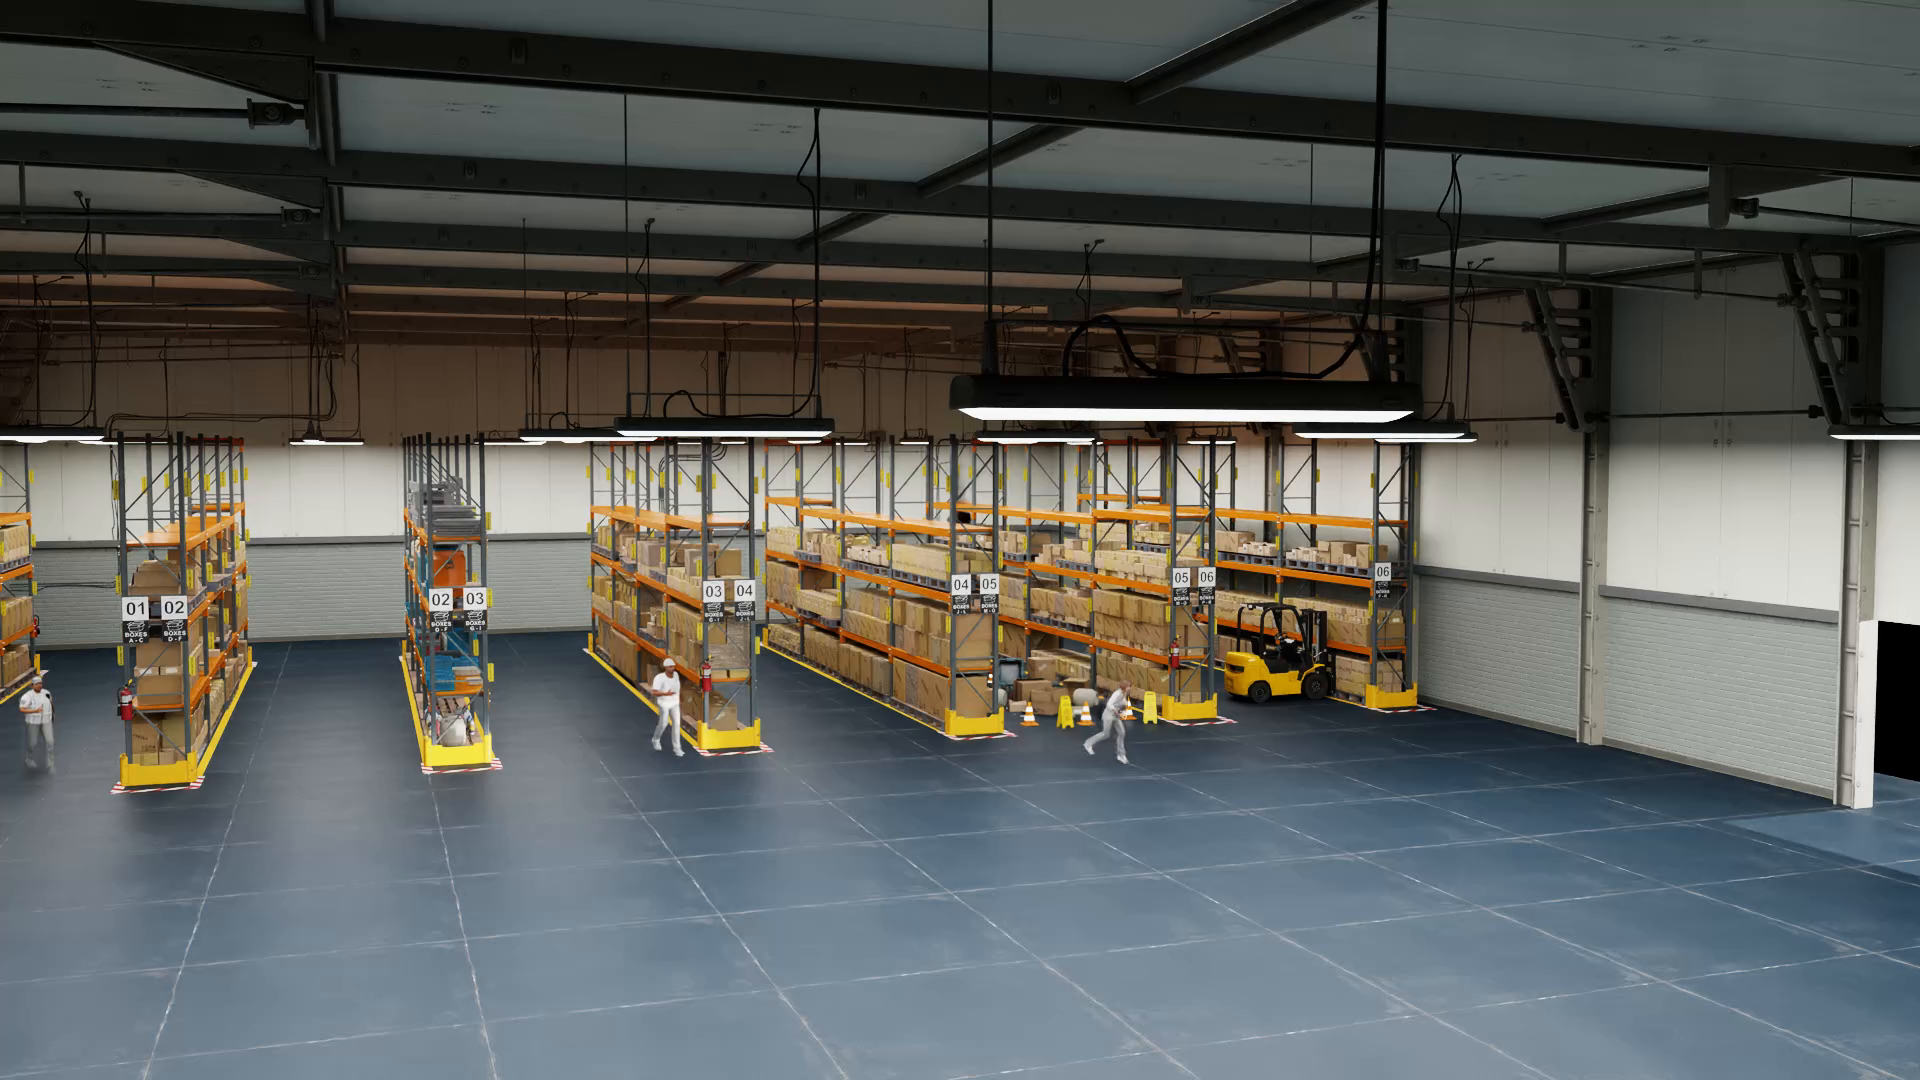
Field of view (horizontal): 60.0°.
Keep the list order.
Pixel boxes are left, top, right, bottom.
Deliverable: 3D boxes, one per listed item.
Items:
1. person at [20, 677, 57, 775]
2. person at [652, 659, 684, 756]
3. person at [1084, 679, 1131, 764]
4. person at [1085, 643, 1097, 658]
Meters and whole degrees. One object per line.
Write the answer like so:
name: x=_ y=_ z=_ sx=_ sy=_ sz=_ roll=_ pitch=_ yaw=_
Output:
person: x=-16.252 y=3.258 z=29.303 sx=0.594 sy=1.697 sz=0.862 roll=-3 pitch=4 yaw=-44
person: x=-5.469 y=3.101 z=31.099 sx=0.711 sy=1.789 sz=0.860 roll=-3 pitch=4 yaw=-44
person: x=2.700 y=3.292 z=30.414 sx=0.915 sy=1.547 sz=0.572 roll=2 pitch=4 yaw=26
person: x=3.425 y=2.420 z=43.810 sx=0.674 sy=1.777 sz=0.680 roll=-1 pitch=3 yaw=-20
